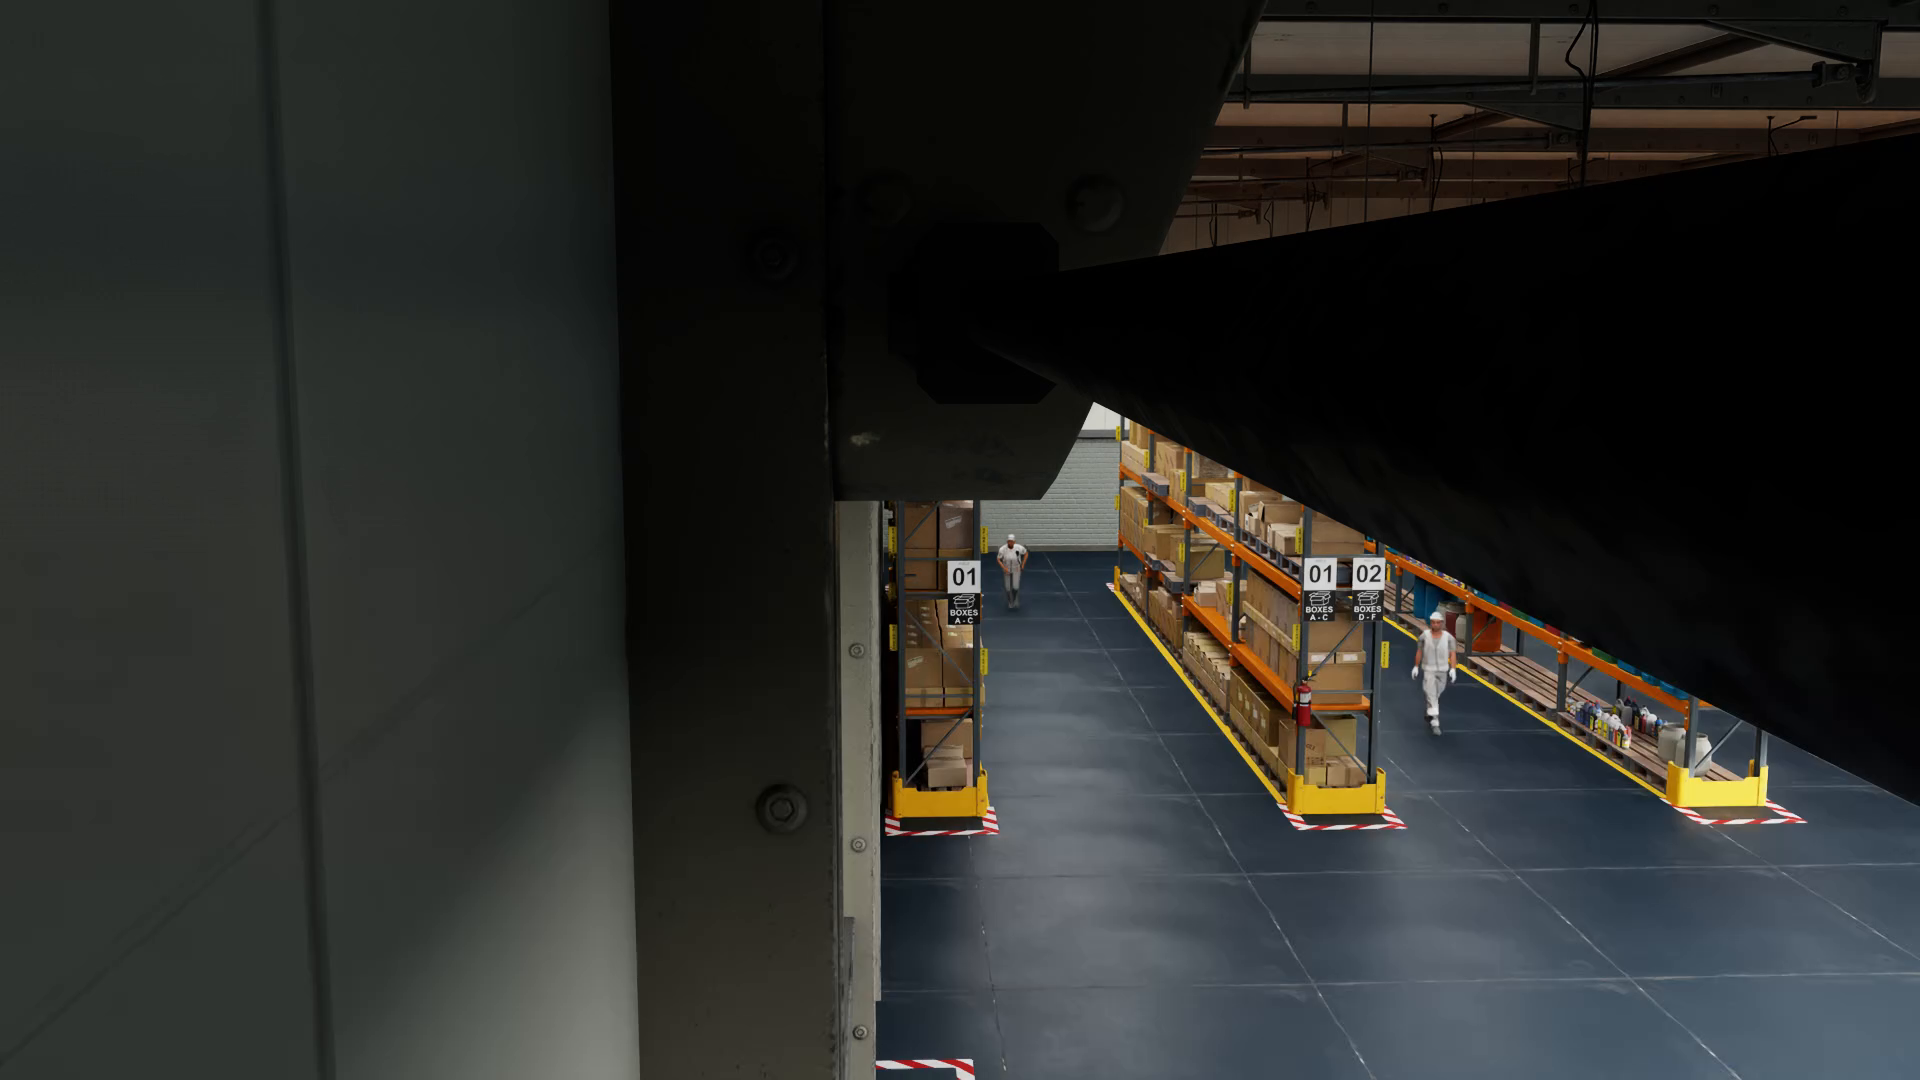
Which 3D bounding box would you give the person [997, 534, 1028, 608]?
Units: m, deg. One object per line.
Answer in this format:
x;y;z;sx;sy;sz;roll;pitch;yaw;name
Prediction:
1.082;0.641;34.167;0.630;1.578;0.748;1;8;8;person

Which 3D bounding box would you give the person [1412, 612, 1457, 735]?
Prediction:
7.020;1.929;24.490;0.569;1.724;1.034;0;8;-2;person
